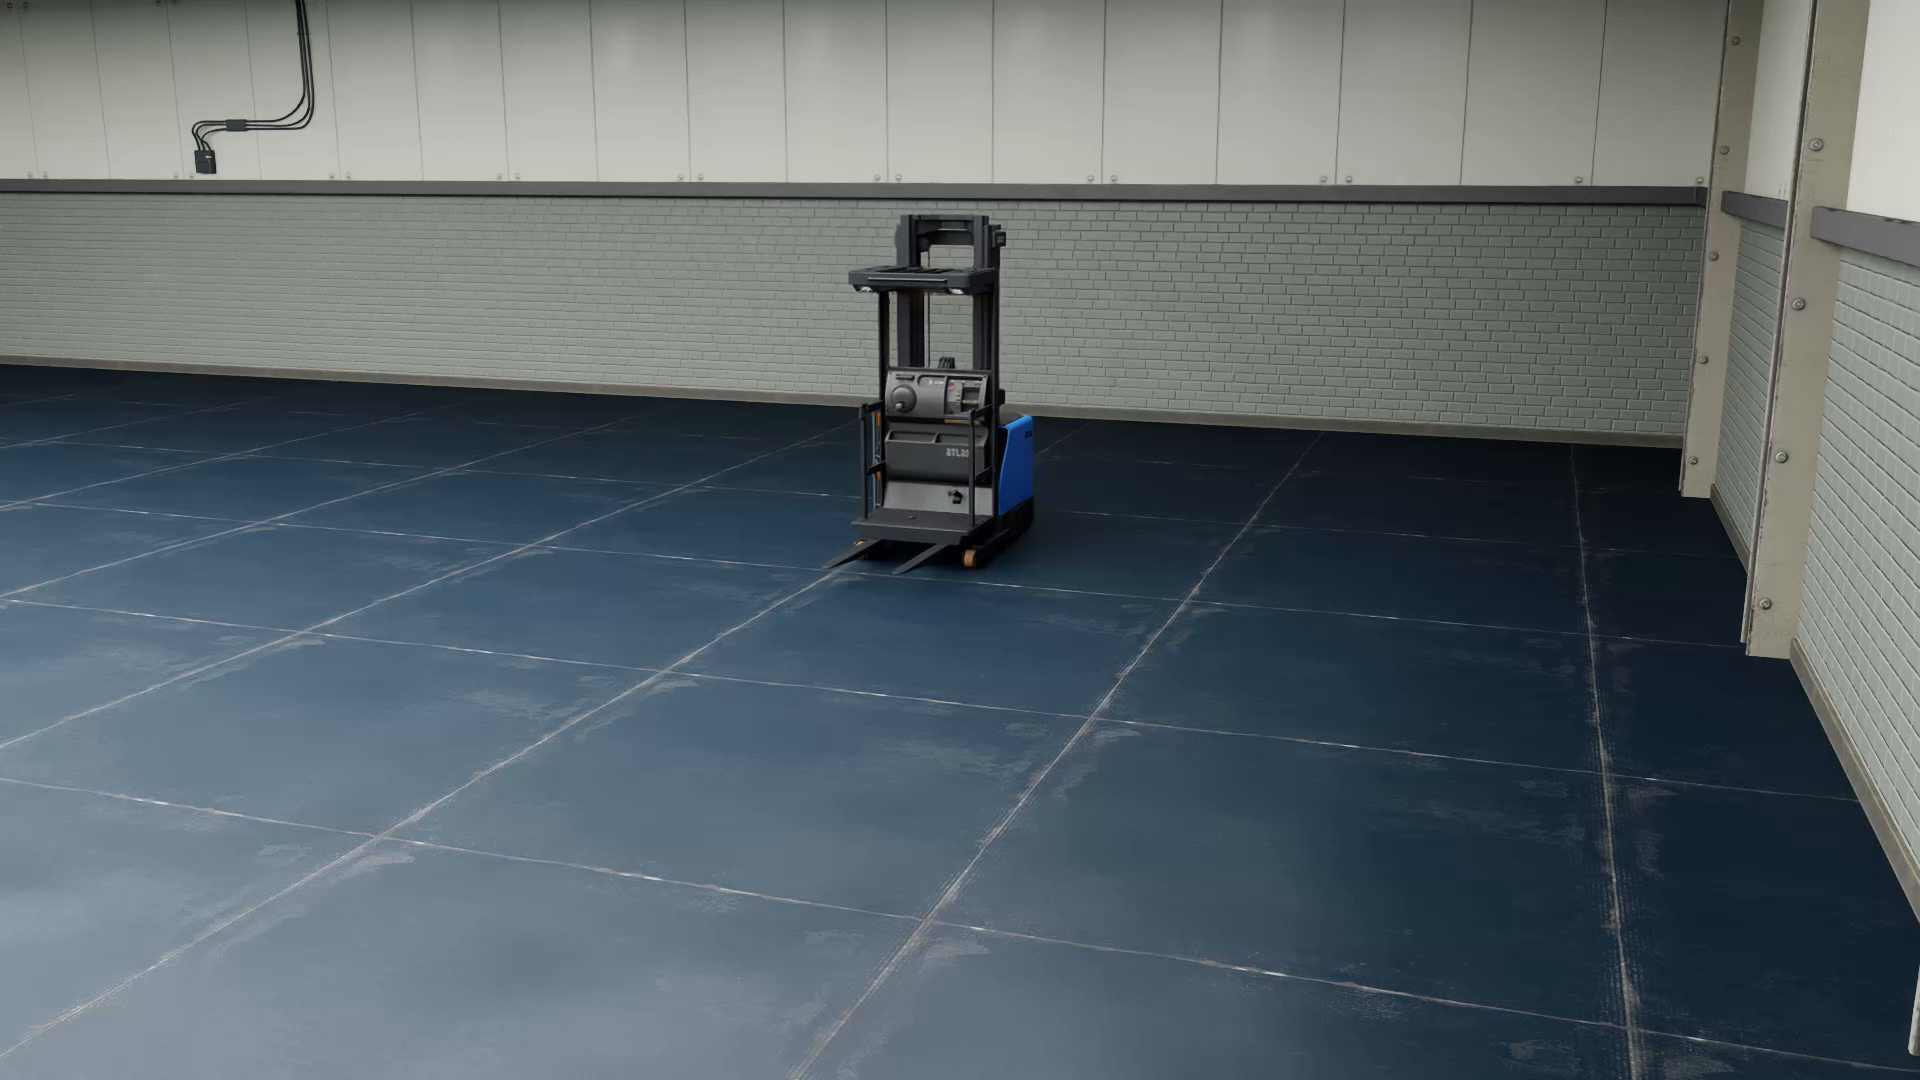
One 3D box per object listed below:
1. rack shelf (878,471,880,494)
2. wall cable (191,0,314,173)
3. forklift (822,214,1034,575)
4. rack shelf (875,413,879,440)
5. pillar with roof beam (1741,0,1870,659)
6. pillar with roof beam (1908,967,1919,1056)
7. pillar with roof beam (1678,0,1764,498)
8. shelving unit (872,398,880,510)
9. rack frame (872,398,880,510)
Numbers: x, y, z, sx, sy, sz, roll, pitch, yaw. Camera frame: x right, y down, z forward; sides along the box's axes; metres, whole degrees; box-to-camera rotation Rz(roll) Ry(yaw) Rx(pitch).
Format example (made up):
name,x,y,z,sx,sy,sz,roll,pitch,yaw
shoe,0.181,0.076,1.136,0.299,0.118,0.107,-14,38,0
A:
name,x,y,z,sx,sy,sz,roll,pitch,yaw
rack shelf,-0.279,-0.603,16.463,1.000,0.278,0.538,-7,15,-28
wall cable,-10.939,-8.634,25.212,2.305,6.003,0.169,4,14,18
forklift,-0.276,-1.287,14.304,1.130,2.935,3.031,5,14,19
rack shelf,-0.279,-1.127,16.343,1.000,0.278,0.538,-7,15,-28
pillar with roof beam,1.670,-3.916,12.186,9.100,9.000,0.400,4,14,18
pillar with roof beam,-0.271,-2.653,6.651,9.100,9.000,0.400,4,14,18
pillar with roof beam,3.612,-5.180,17.721,9.100,9.000,0.400,4,14,18
shelving unit,-0.279,-0.841,16.408,1.048,1.125,0.538,-7,15,-28
rack frame,-0.725,-0.787,16.171,0.032,1.125,0.500,-7,15,-28
